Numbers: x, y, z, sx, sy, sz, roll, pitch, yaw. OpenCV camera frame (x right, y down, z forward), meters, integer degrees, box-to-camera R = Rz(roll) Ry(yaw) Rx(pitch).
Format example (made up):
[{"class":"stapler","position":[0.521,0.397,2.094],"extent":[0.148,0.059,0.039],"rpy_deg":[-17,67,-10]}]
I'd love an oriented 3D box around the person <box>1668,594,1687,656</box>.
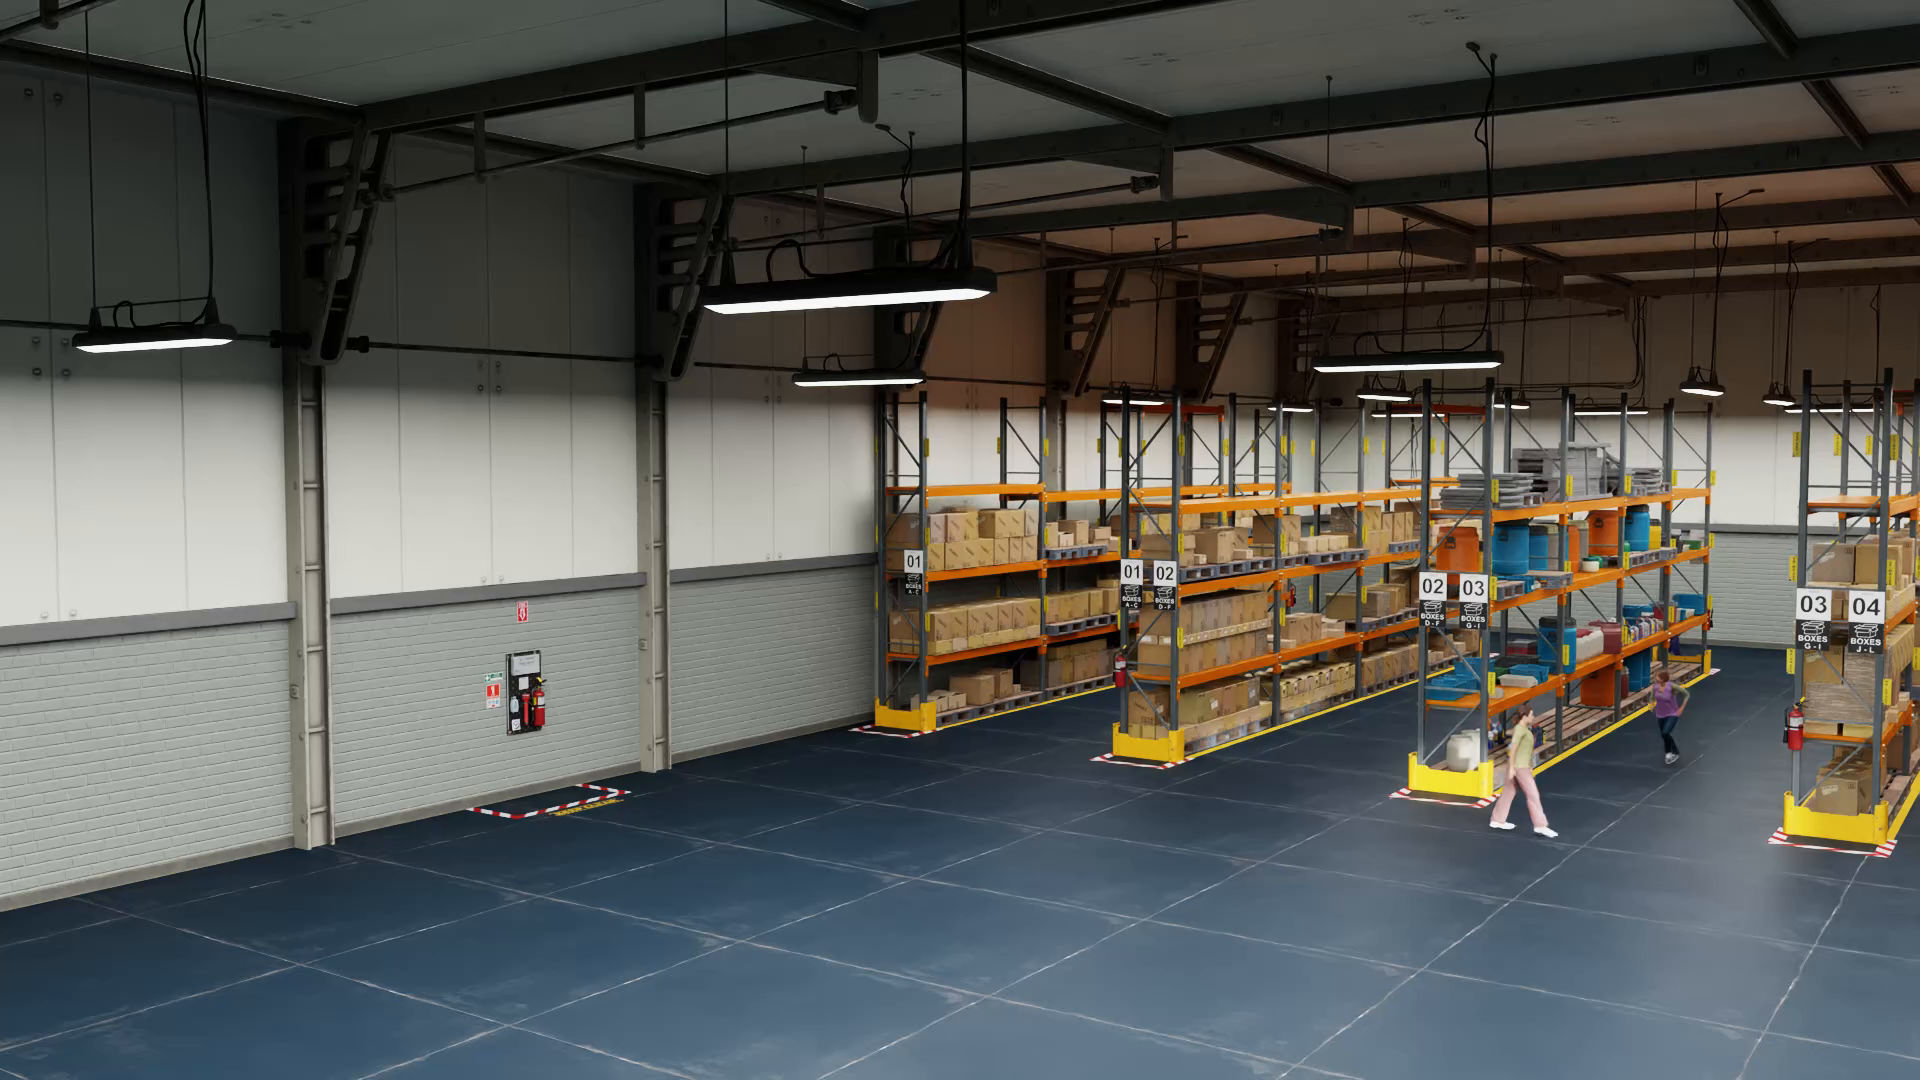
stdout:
[{"class":"person","position":[16.561,2.056,38.435],"extent":[0.527,1.604,0.712],"rpy_deg":[-2,4,-37]}]

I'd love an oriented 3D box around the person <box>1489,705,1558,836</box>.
[{"class":"person","position":[7.332,2.978,21.630],"extent":[0.819,1.631,0.502],"rpy_deg":[1,3,13]}]

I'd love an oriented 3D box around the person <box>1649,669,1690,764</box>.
[{"class":"person","position":[11.185,2.824,26.196],"extent":[0.785,1.411,0.597],"rpy_deg":[-3,4,-44]}]
